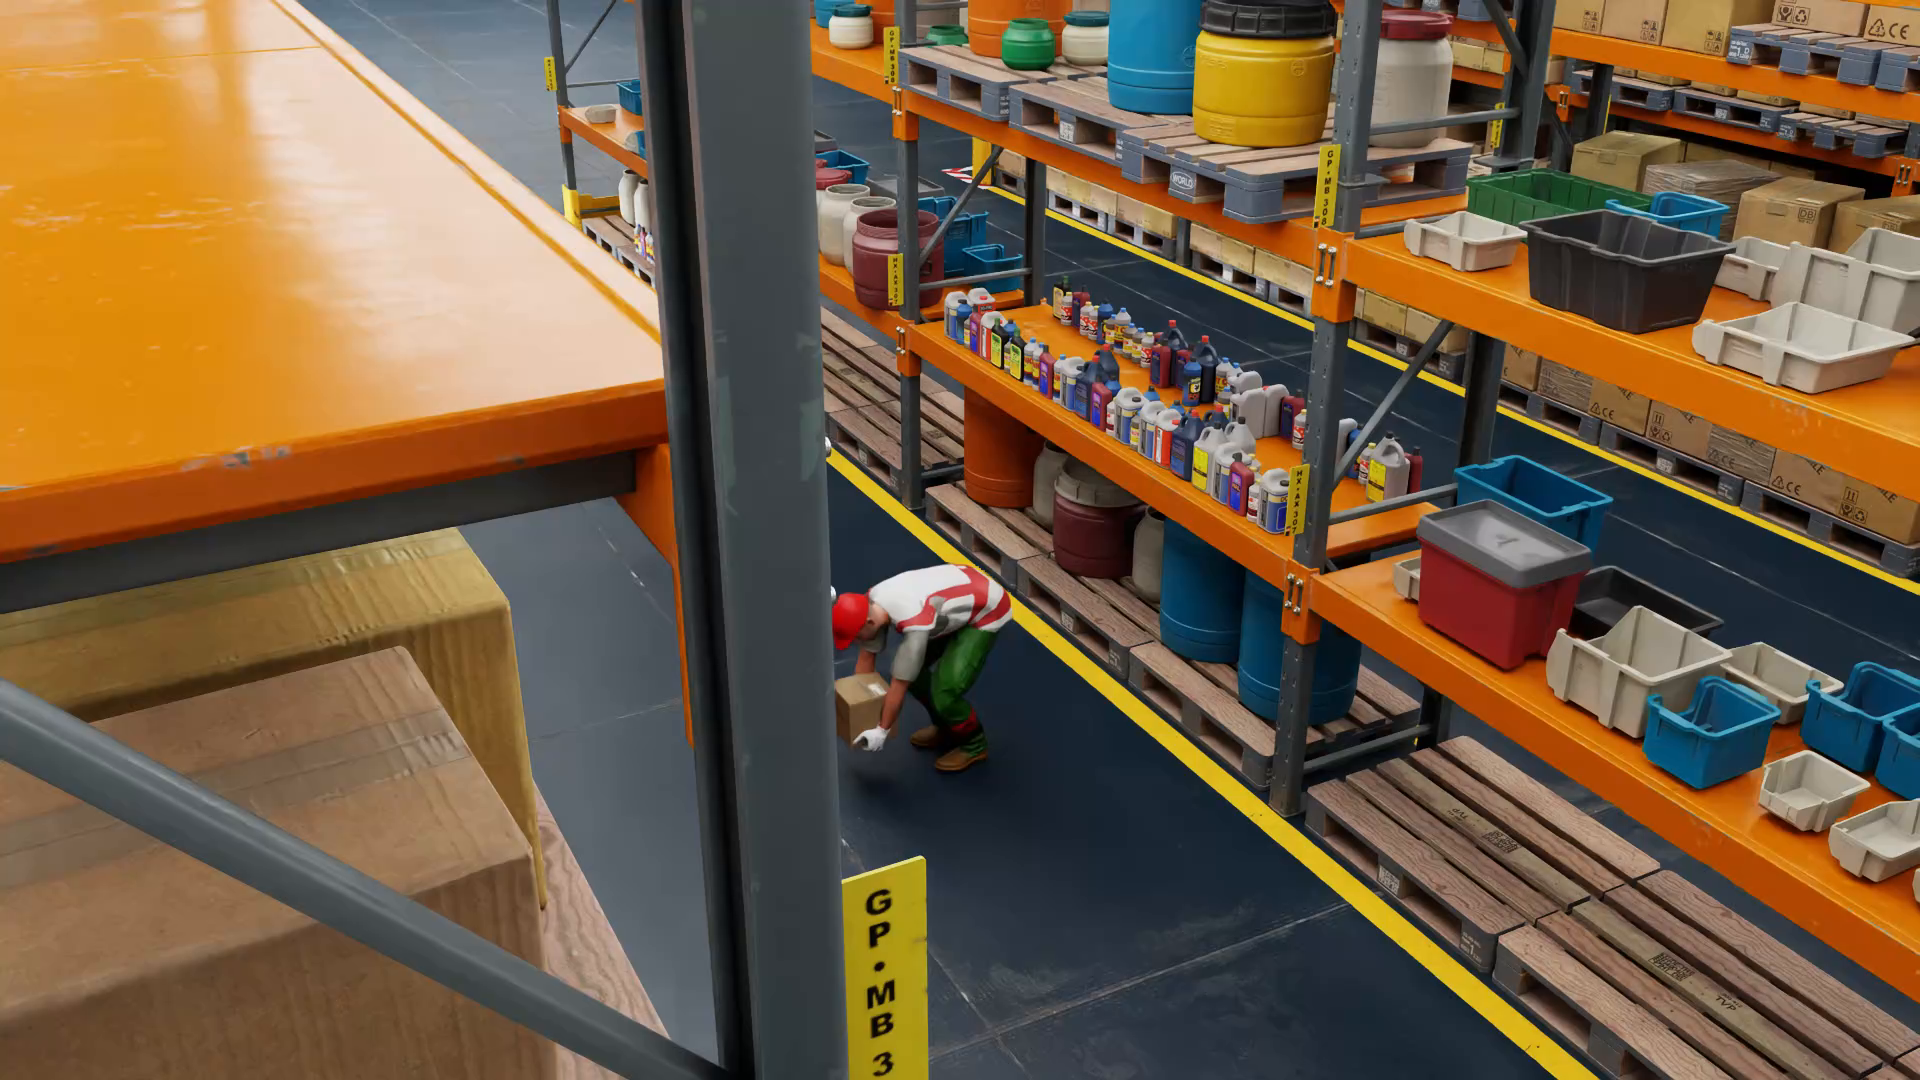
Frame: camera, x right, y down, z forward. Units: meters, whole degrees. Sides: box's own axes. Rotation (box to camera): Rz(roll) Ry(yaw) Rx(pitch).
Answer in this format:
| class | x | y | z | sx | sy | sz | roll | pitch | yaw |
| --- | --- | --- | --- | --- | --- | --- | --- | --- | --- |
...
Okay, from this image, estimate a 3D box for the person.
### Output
| class | x | y | z | sx | sy | sz | roll | pitch | yaw |
| --- | --- | --- | --- | --- | --- | --- | --- | --- | --- |
| person | -0.203 | 0.638 | 8.108 | 0.959 | 1.036 | 0.532 | -14 | 29 | -28 |
